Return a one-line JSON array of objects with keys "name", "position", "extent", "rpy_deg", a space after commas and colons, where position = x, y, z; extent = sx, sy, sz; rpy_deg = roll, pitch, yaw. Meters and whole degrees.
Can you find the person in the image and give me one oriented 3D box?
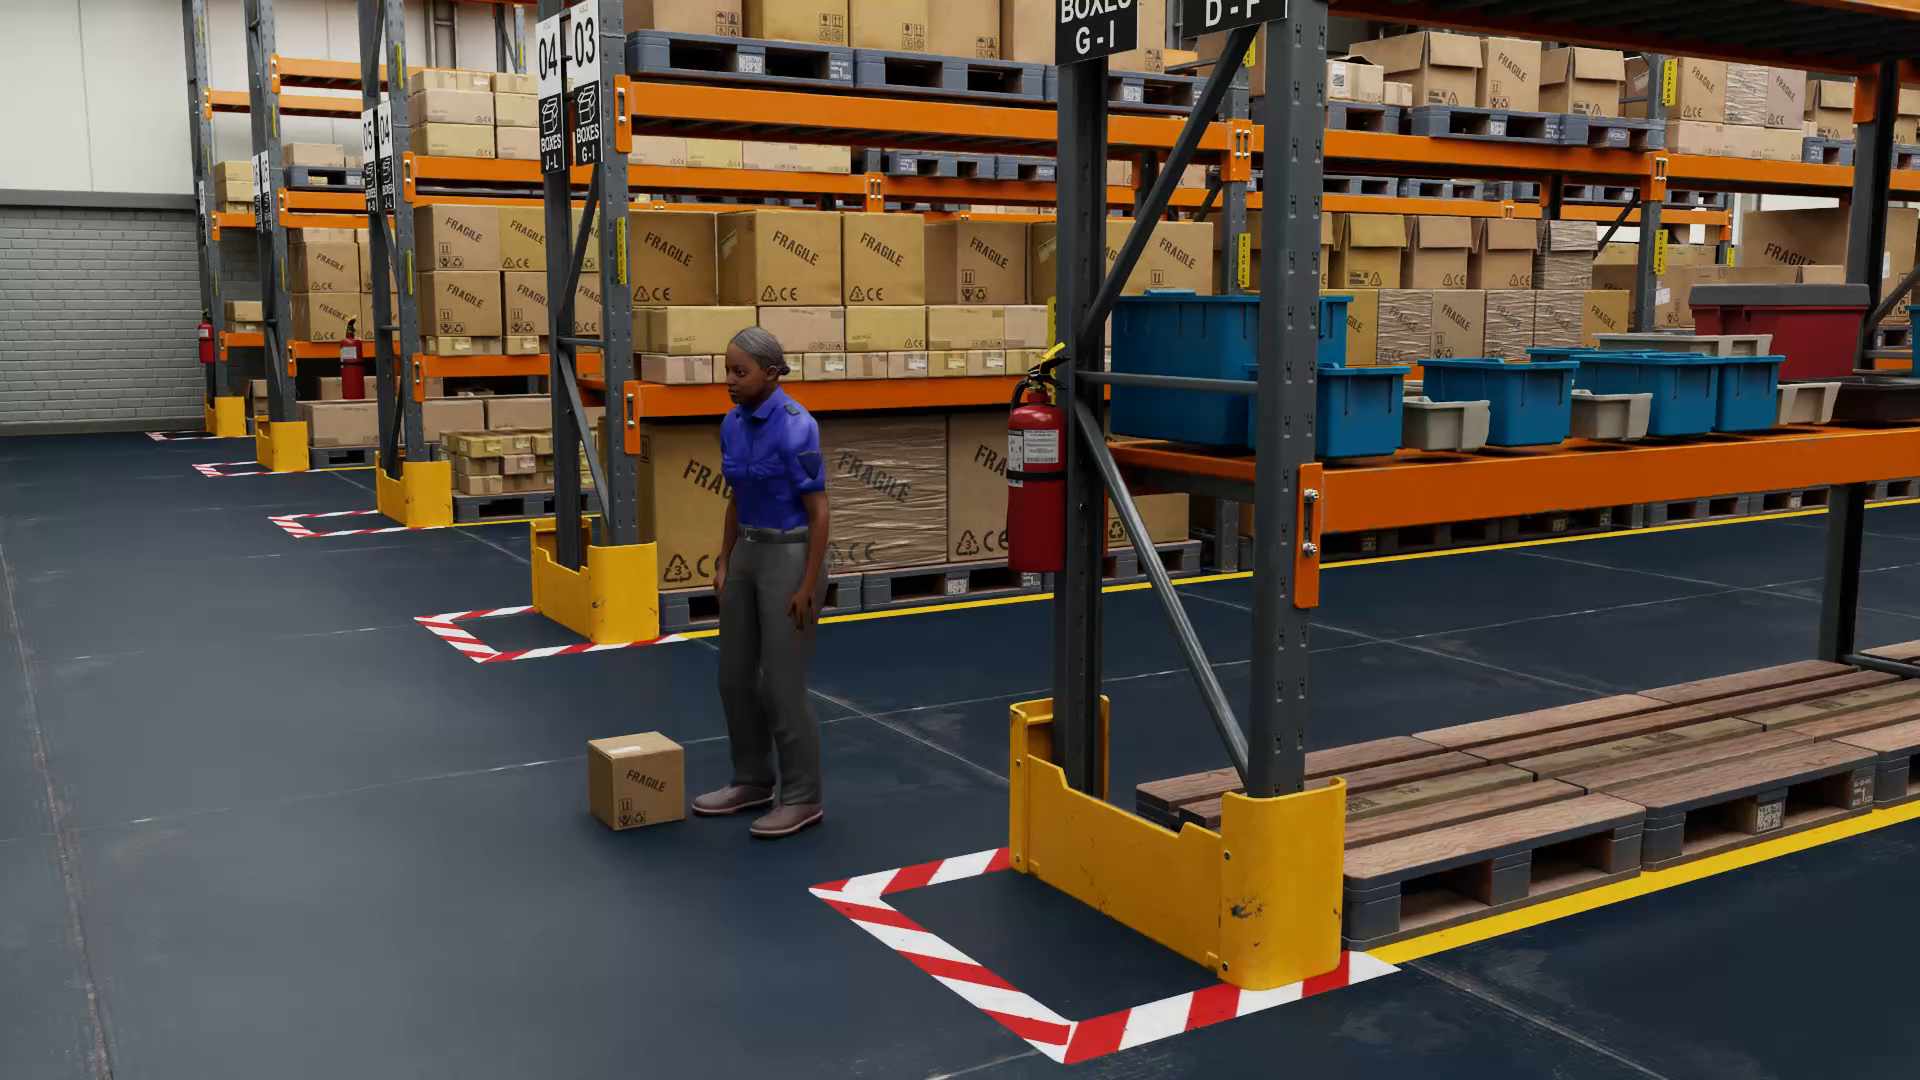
[{"name": "person", "position": [-0.641, 0.124, 5.498], "extent": [0.348, 1.653, 0.519], "rpy_deg": [-8, 11, -44]}]
